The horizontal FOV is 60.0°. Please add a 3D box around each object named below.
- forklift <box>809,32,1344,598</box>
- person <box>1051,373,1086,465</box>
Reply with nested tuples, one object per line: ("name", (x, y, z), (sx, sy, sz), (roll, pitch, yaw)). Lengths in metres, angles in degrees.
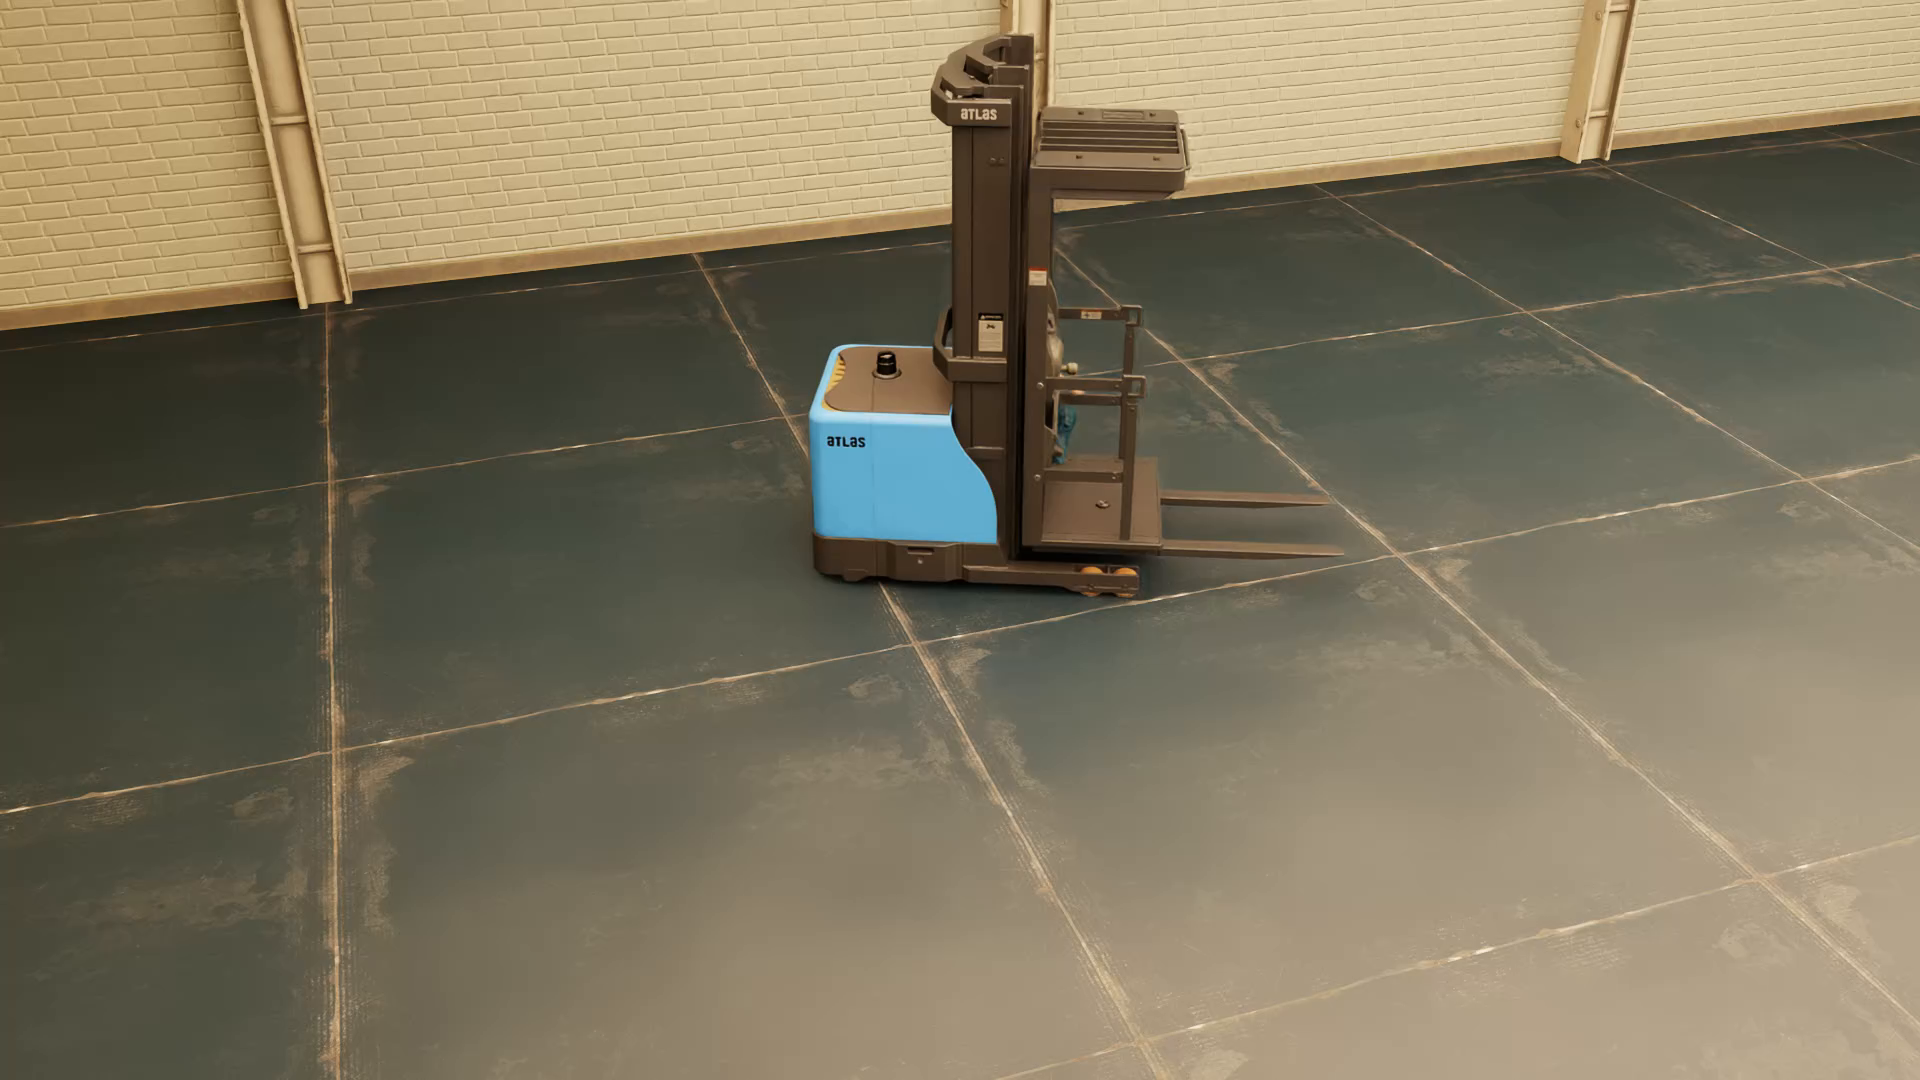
("forklift", (0.696, -1.219, 9.205), (3.031, 2.935, 1.130), (2, 30, 4))
("person", (0.458, -1.018, 10.100), (0.570, 1.332, 0.666), (-6, 30, -9))
